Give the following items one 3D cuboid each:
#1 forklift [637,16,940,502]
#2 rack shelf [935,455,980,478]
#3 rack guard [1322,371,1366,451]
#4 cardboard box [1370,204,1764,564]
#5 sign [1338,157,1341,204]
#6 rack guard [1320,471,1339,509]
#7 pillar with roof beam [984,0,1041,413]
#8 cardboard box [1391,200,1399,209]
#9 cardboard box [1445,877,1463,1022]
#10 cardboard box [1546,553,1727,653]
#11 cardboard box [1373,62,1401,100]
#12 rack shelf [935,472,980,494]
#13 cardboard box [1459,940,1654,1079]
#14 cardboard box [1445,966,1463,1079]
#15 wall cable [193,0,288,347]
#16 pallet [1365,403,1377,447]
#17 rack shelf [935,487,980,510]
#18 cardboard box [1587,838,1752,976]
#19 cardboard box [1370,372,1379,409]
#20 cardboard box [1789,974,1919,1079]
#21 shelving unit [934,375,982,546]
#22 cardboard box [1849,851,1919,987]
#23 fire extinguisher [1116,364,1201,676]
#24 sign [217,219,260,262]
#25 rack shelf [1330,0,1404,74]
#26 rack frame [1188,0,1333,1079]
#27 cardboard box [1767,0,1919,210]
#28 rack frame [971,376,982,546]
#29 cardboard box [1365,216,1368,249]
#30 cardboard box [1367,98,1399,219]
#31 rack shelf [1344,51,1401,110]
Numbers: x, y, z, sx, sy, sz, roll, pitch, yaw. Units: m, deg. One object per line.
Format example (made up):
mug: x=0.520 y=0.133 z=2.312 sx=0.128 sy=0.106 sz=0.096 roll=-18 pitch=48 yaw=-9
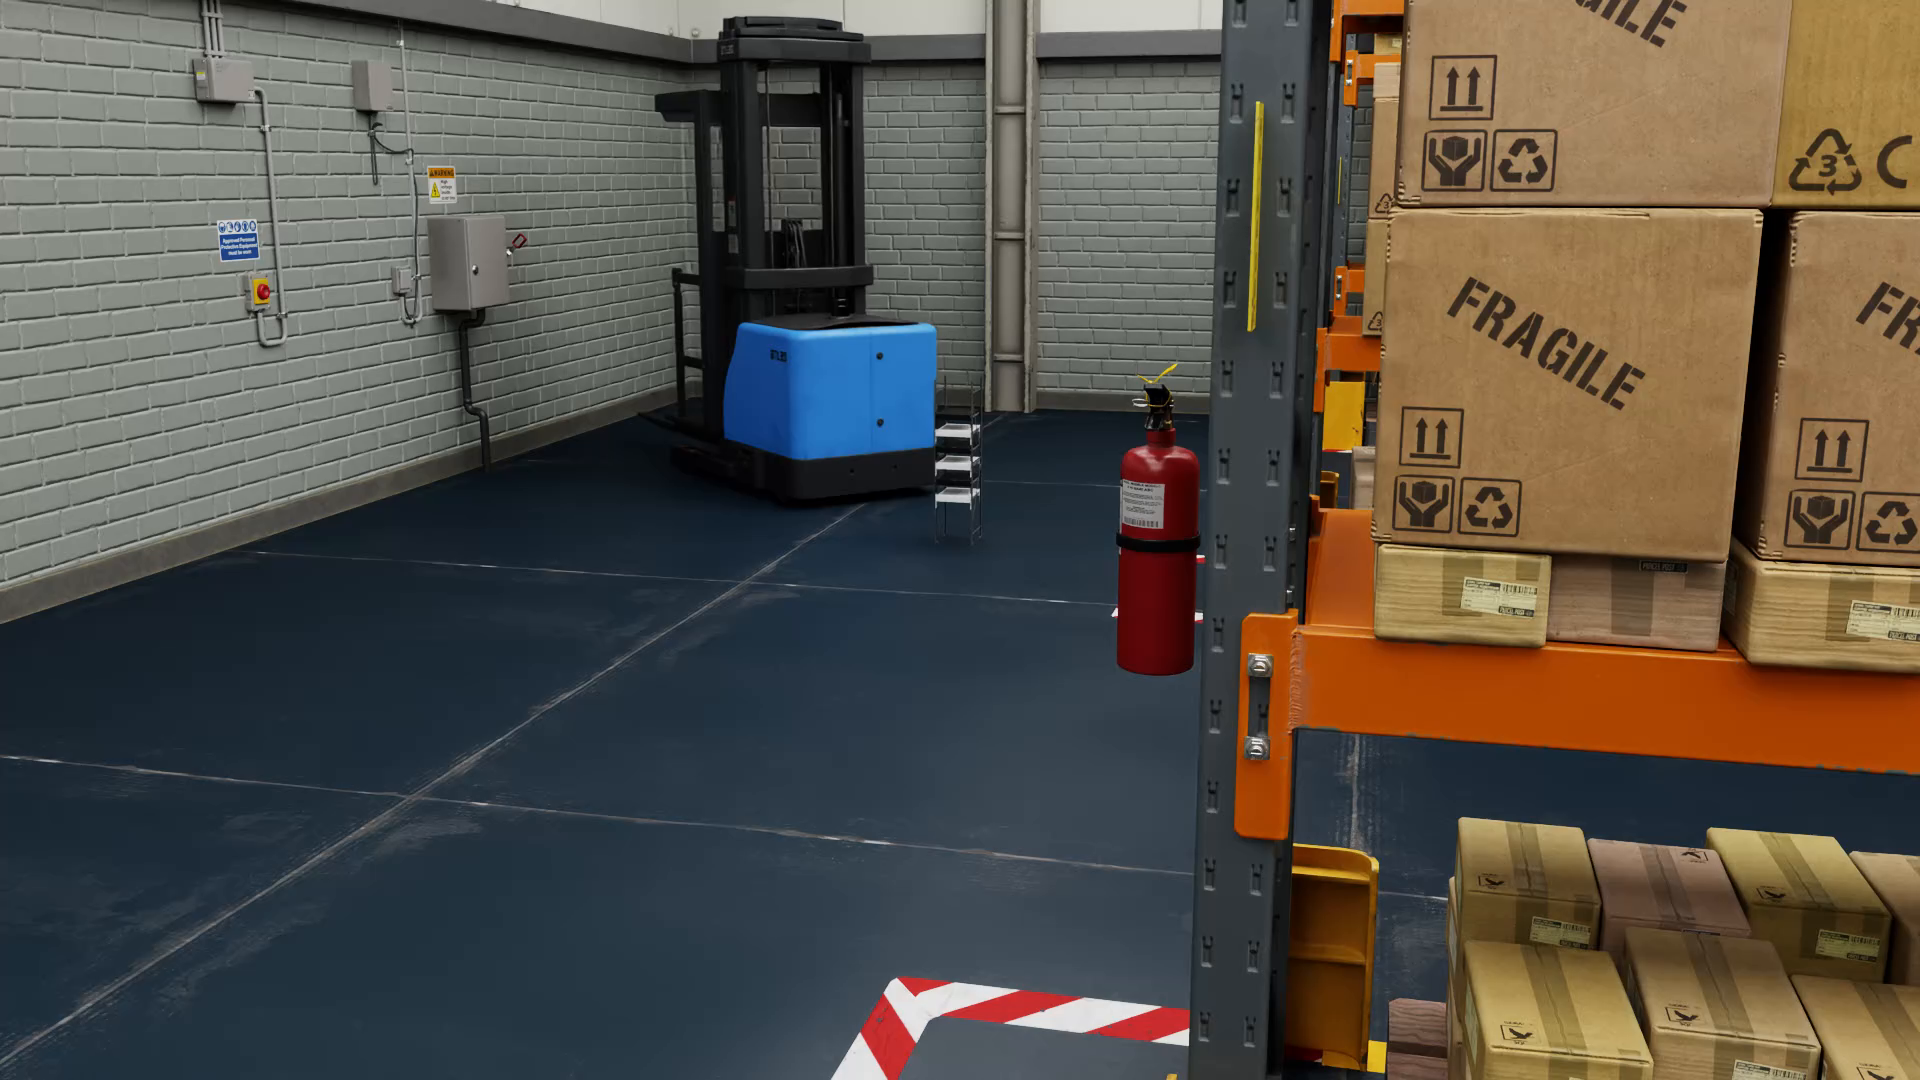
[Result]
forklift: x=-1.341 y=-1.934 z=11.182 sx=1.130 sy=2.935 sz=3.031 roll=-8 pitch=15 yaw=-31
rack shelf: x=-0.008 y=-0.407 z=9.145 sx=0.200 sy=0.077 sz=0.258 roll=3 pitch=13 yaw=14
rack guard: x=2.910 y=-1.029 z=12.715 sx=0.348 sy=0.500 sz=1.175 roll=3 pitch=13 yaw=14
cardboard box: x=0.933 y=-0.275 z=2.631 sx=0.500 sy=0.500 sz=0.500 roll=4 pitch=13 yaw=16
sign: x=2.707 y=-2.561 z=11.854 sx=0.005 sy=0.325 sz=0.100 roll=3 pitch=13 yaw=14
rack guard: x=1.628 y=0.010 z=8.033 sx=0.348 sy=0.500 sz=1.175 roll=3 pitch=13 yaw=14
pillar with roof beam: x=-0.597 y=-4.606 z=9.217 sx=0.400 sy=9.000 sz=9.100 roll=3 pitch=13 yaw=14
cardboard box: x=1.061 y=-0.387 z=3.137 sx=0.500 sy=0.500 sz=0.500 roll=3 pitch=13 yaw=15
cardboard box: x=1.144 y=0.846 z=3.419 sx=0.250 sy=0.149 sz=0.380 roll=3 pitch=13 yaw=12
cardboard box: x=1.056 y=0.050 z=2.662 sx=0.250 sy=0.149 sz=0.380 roll=4 pitch=13 yaw=16
cardboard box: x=1.929 y=-1.986 z=7.222 sx=0.250 sy=0.149 sz=0.380 roll=3 pitch=13 yaw=15
rack shelf: x=-0.008 y=-0.319 z=9.165 sx=0.200 sy=0.077 sz=0.258 roll=3 pitch=13 yaw=14
cardboard box: x=0.990 y=0.832 z=2.796 sx=0.250 sy=0.149 sz=0.380 roll=2 pitch=13 yaw=11
cardboard box: x=1.124 y=1.008 z=3.379 sx=0.250 sy=0.149 sz=0.380 roll=3 pitch=13 yaw=14
wall cable: x=-3.829 y=-2.008 z=8.940 sx=0.123 sy=1.953 sz=0.585 roll=3 pitch=13 yaw=14
pallet: x=3.685 y=-0.846 z=12.561 sx=1.213 sy=0.211 sz=1.003 roll=3 pitch=13 yaw=14
rack shelf: x=-0.008 y=-0.231 z=9.184 sx=0.200 sy=0.077 sz=0.258 roll=3 pitch=13 yaw=14
cardboard box: x=1.368 y=0.733 z=3.243 sx=0.250 sy=0.149 sz=0.380 roll=3 pitch=13 yaw=15
cardboard box: x=3.408 y=-1.187 z=12.454 sx=0.637 sy=0.503 sz=0.797 roll=3 pitch=13 yaw=11
cardboard box: x=1.501 y=0.861 z=2.665 sx=0.250 sy=0.149 sz=0.380 roll=3 pitch=13 yaw=13
shelving unit: x=-0.008 y=-0.440 z=9.138 sx=0.210 sy=0.900 sz=0.258 roll=3 pitch=13 yaw=14
cardboard box: x=1.886 y=0.747 z=3.183 sx=0.250 sy=0.149 sz=0.380 roll=3 pitch=13 yaw=11
fire extinguisher: x=0.429 y=-0.053 z=3.586 sx=0.183 sy=0.674 sz=0.296 roll=3 pitch=13 yaw=14
sign: x=-3.900 y=-1.621 z=8.993 sx=0.001 sy=0.218 sz=0.327 roll=3 pitch=13 yaw=14
rack shelf: x=3.593 y=-2.218 z=7.042 sx=4.000 sy=0.370 sz=1.077 roll=3 pitch=13 yaw=14
rack frame: x=0.563 y=-0.163 z=3.041 sx=0.127 sy=3.000 sz=1.000 roll=3 pitch=13 yaw=14
cardboard box: x=1.427 y=-0.741 z=2.421 sx=0.500 sy=0.500 sz=0.500 roll=3 pitch=13 yaw=15
rack frame: x=0.091 y=-0.434 z=9.114 sx=0.006 sy=0.900 sz=0.240 roll=3 pitch=13 yaw=14
cardboard box: x=3.212 y=-2.245 z=12.085 sx=0.500 sy=0.250 sz=0.500 roll=3 pitch=13 yaw=14
cardboard box: x=2.049 y=-1.661 z=7.255 sx=0.500 sy=0.500 sz=0.500 roll=3 pitch=13 yaw=12
rack shelf: x=4.778 y=-3.262 z=11.748 sx=4.000 sy=0.370 sz=1.077 roll=3 pitch=13 yaw=14
